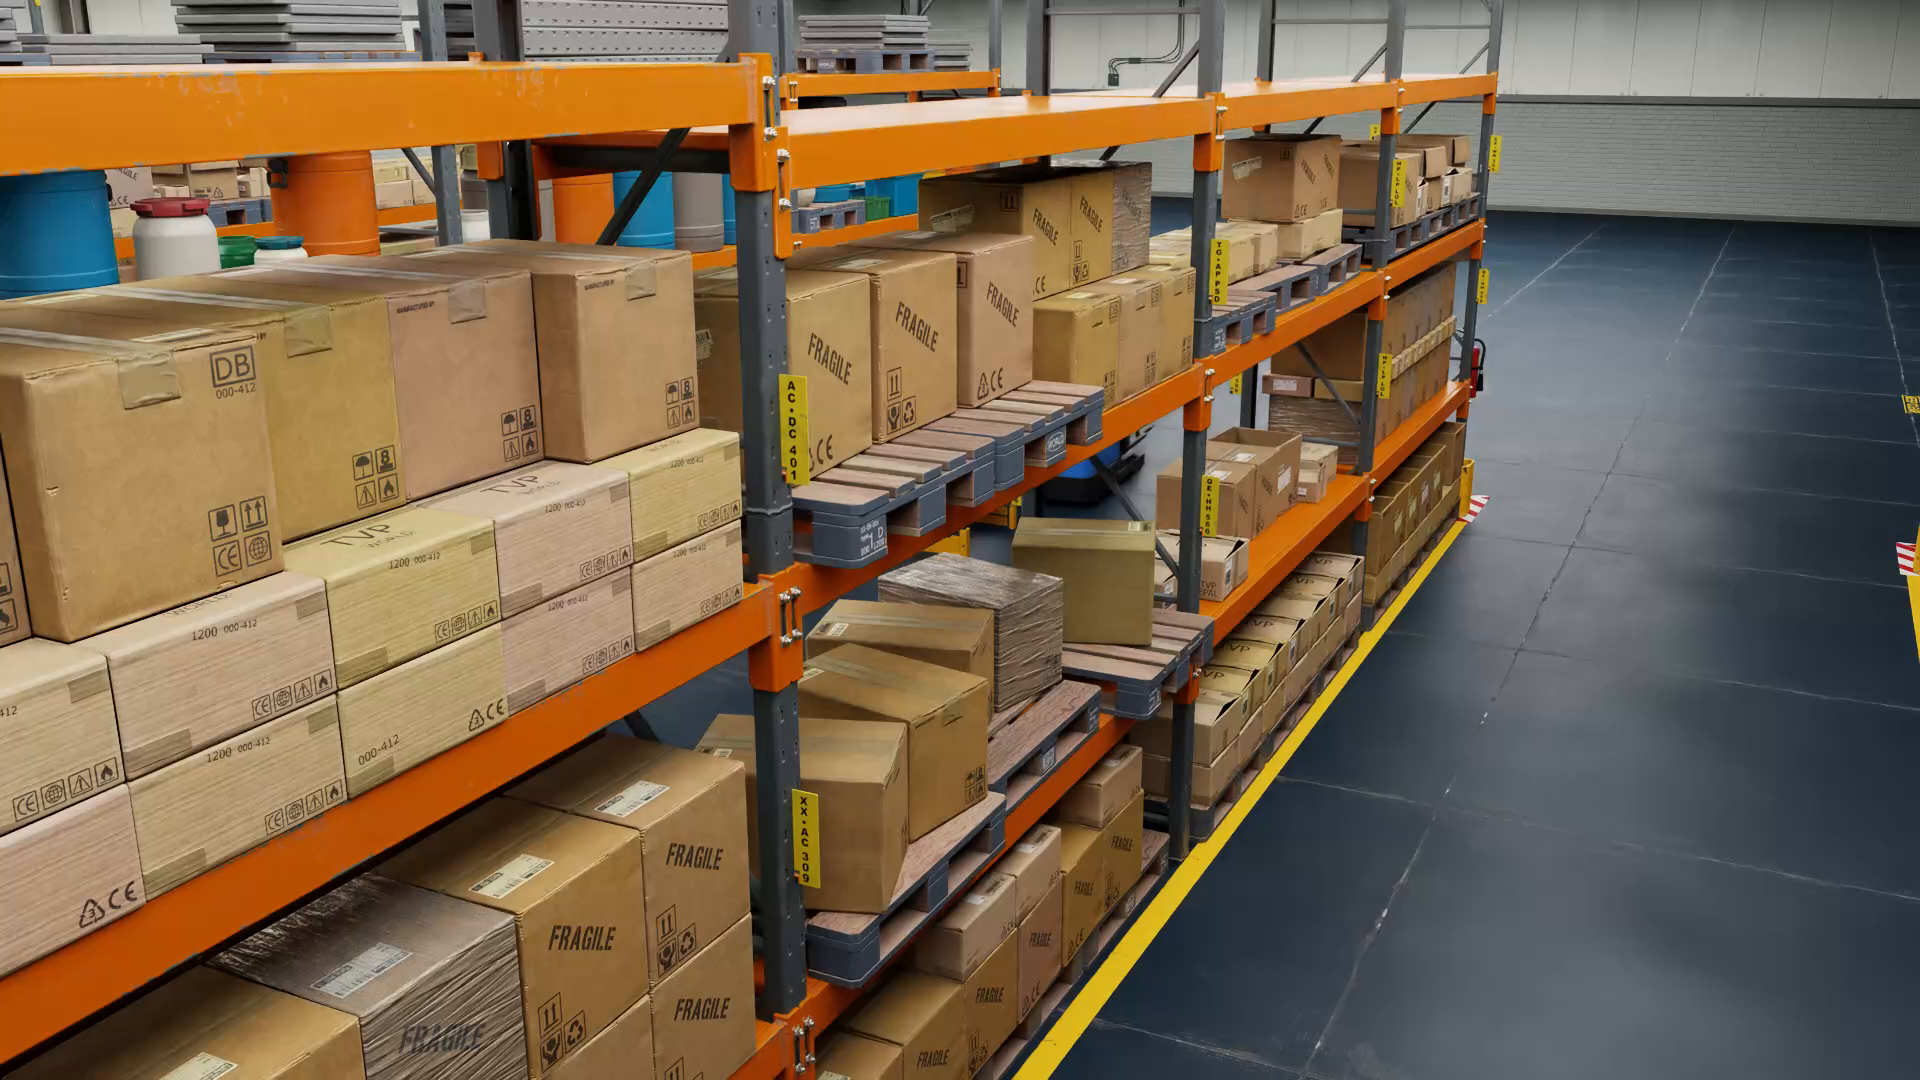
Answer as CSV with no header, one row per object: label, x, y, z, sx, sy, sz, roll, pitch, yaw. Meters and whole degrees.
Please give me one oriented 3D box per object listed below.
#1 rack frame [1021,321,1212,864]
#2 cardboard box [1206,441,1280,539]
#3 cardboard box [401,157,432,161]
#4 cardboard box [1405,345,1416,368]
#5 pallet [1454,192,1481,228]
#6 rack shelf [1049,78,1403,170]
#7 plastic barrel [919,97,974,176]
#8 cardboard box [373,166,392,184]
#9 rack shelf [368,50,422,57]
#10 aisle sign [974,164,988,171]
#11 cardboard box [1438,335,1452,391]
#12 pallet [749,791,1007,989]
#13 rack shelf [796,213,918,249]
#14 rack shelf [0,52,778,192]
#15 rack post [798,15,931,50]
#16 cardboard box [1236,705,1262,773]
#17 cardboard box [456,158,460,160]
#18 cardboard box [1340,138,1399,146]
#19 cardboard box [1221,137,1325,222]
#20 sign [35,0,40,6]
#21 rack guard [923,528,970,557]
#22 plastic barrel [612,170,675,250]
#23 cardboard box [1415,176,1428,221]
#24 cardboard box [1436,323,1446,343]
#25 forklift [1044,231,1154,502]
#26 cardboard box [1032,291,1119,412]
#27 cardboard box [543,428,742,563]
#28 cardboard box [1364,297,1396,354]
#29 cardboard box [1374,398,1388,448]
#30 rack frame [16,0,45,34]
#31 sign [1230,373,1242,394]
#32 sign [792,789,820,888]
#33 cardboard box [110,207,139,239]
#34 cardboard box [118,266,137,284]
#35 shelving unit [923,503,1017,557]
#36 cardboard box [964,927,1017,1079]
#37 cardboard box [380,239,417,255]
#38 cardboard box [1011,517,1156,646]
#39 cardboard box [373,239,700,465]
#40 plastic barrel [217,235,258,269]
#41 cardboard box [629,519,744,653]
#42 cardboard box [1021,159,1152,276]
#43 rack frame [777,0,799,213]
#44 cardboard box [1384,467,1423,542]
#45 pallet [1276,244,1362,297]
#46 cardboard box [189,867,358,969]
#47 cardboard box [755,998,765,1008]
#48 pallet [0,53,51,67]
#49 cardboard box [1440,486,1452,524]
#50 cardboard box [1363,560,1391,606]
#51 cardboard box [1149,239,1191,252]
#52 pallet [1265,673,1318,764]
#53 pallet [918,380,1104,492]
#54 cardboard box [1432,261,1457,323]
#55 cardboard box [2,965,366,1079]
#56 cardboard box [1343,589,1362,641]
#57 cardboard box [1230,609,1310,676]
rack frame,0.808,0.276,9.051,1.000,3.000,0.127,8,18,25
cardboard box,1.778,-0.335,10.934,0.500,0.500,0.500,8,18,25
cardboard box,-5.794,-4.017,17.800,0.380,0.149,0.250,9,19,28
cardboard box,3.577,-1.540,13.852,0.380,0.149,0.250,8,18,25
pallet,4.043,-2.980,14.902,1.003,0.211,1.213,8,18,25
rack shelf,1.701,-2.572,10.071,1.077,0.370,4.000,8,18,25
plastic barrel,-0.151,-4.098,17.018,0.600,0.830,0.708,8,18,25
cardboard box,-5.845,-3.604,16.412,0.380,0.149,0.250,8,18,24
rack shelf,-5.372,-5.043,17.692,1.077,0.370,4.000,8,18,25
aisle sign,0.251,-3.619,17.601,0.394,0.787,0.004,8,18,25
cardboard box,4.162,-1.692,15.503,0.700,0.500,0.500,8,18,25
pallet,-0.525,1.198,6.287,1.003,0.211,1.213,8,18,25
rack shelf,-0.941,-2.976,15.997,1.077,0.370,4.000,8,18,25
rack shelf,-1.873,-0.725,3.154,1.077,0.370,4.000,8,18,25
rack post,-0.885,-4.735,15.518,0.937,0.300,0.954,8,18,24
cardboard box,1.528,1.169,10.138,0.500,0.250,0.500,8,18,24
cardboard box,-5.295,-3.941,17.547,0.380,0.149,0.250,8,18,24
cardboard box,3.396,-3.127,14.084,0.500,0.500,0.500,8,18,25
cardboard box,2.050,-2.369,10.899,0.500,0.500,0.500,10,19,31
sign,-12.856,-7.607,23.138,0.100,0.325,0.005,8,18,25
rack guard,-0.188,-0.012,14.853,0.587,0.250,0.087,8,18,25
plastic barrel,-2.452,-2.561,12.457,0.600,0.901,0.708,8,18,25
cardboard box,3.297,-2.638,12.769,0.500,0.311,0.500,7,18,22
cardboard box,4.152,-1.867,14.951,0.380,0.149,0.250,8,18,25
forklift,1.335,-2.149,17.336,1.130,2.935,3.031,6,18,21
cardboard box,0.183,-0.832,7.338,0.910,0.500,0.500,8,18,25
cardboard box,-0.954,-0.152,4.610,0.500,0.250,0.500,8,18,25
cardboard box,3.012,-1.655,13.100,0.700,0.500,0.500,8,18,25
cardboard box,3.018,-1.039,13.306,0.700,0.500,0.500,8,18,25
rack frame,-13.344,-7.159,23.549,1.000,3.000,0.127,8,18,25
sign,2.098,-1.266,12.583,0.100,0.325,0.005,8,18,25
sign,-0.491,0.947,5.272,0.100,0.325,0.005,8,18,25
cardboard box,-7.164,-2.701,14.071,0.500,0.250,0.500,9,19,27
cardboard box,-10.278,-2.971,19.721,0.875,0.550,0.550,8,18,25
shelving unit,0.034,-0.738,15.102,0.587,1.500,1.083,8,18,25
cardboard box,-0.087,1.927,7.112,0.500,0.500,0.500,8,18,26
cardboard box,-5.837,-2.756,16.806,0.500,0.500,0.500,8,18,25
cardboard box,0.627,0.202,8.389,0.700,0.500,0.500,2,17,7
cardboard box,-1.163,-0.541,4.604,0.700,0.500,0.500,8,18,25
plastic barrel,-4.301,-1.679,9.901,0.294,0.245,0.294,0,17,0
cardboard box,-0.959,0.087,4.684,0.500,0.250,0.500,8,18,25
cardboard box,0.607,-1.578,8.096,0.500,0.500,0.500,8,18,25
rack frame,-1.835,-4.249,13.752,1.000,3.000,0.127,8,18,25
cardboard box,3.529,-0.318,13.828,0.500,0.500,0.500,8,18,25
pallet,2.213,-1.862,11.320,0.805,0.209,1.217,7,18,23
cardboard box,-1.902,1.115,4.297,0.500,0.500,0.500,8,18,24
cardboard box,-0.787,1.996,6.880,0.500,0.500,0.500,8,18,26
pallet,-5.067,-2.144,7.698,1.003,0.211,1.213,8,18,25
cardboard box,4.195,-0.341,15.223,0.500,0.250,0.500,8,18,25
cardboard box,3.074,0.295,13.081,0.500,0.250,0.500,8,18,25
cardboard box,1.178,-1.549,9.456,0.500,0.250,0.500,9,19,27
pallet,1.757,1.099,11.180,1.003,0.211,1.213,8,18,25
pallet,-0.165,-0.474,6.640,1.213,0.211,1.003,8,18,25
cardboard box,4.139,-2.300,15.273,0.700,0.500,0.500,8,18,26
cardboard box,-1.652,1.317,3.616,0.500,0.500,0.500,8,18,25
cardboard box,2.669,0.517,12.333,0.500,0.250,0.500,8,18,25
cardboard box,1.991,0.633,10.958,0.500,0.311,0.500,8,18,25
